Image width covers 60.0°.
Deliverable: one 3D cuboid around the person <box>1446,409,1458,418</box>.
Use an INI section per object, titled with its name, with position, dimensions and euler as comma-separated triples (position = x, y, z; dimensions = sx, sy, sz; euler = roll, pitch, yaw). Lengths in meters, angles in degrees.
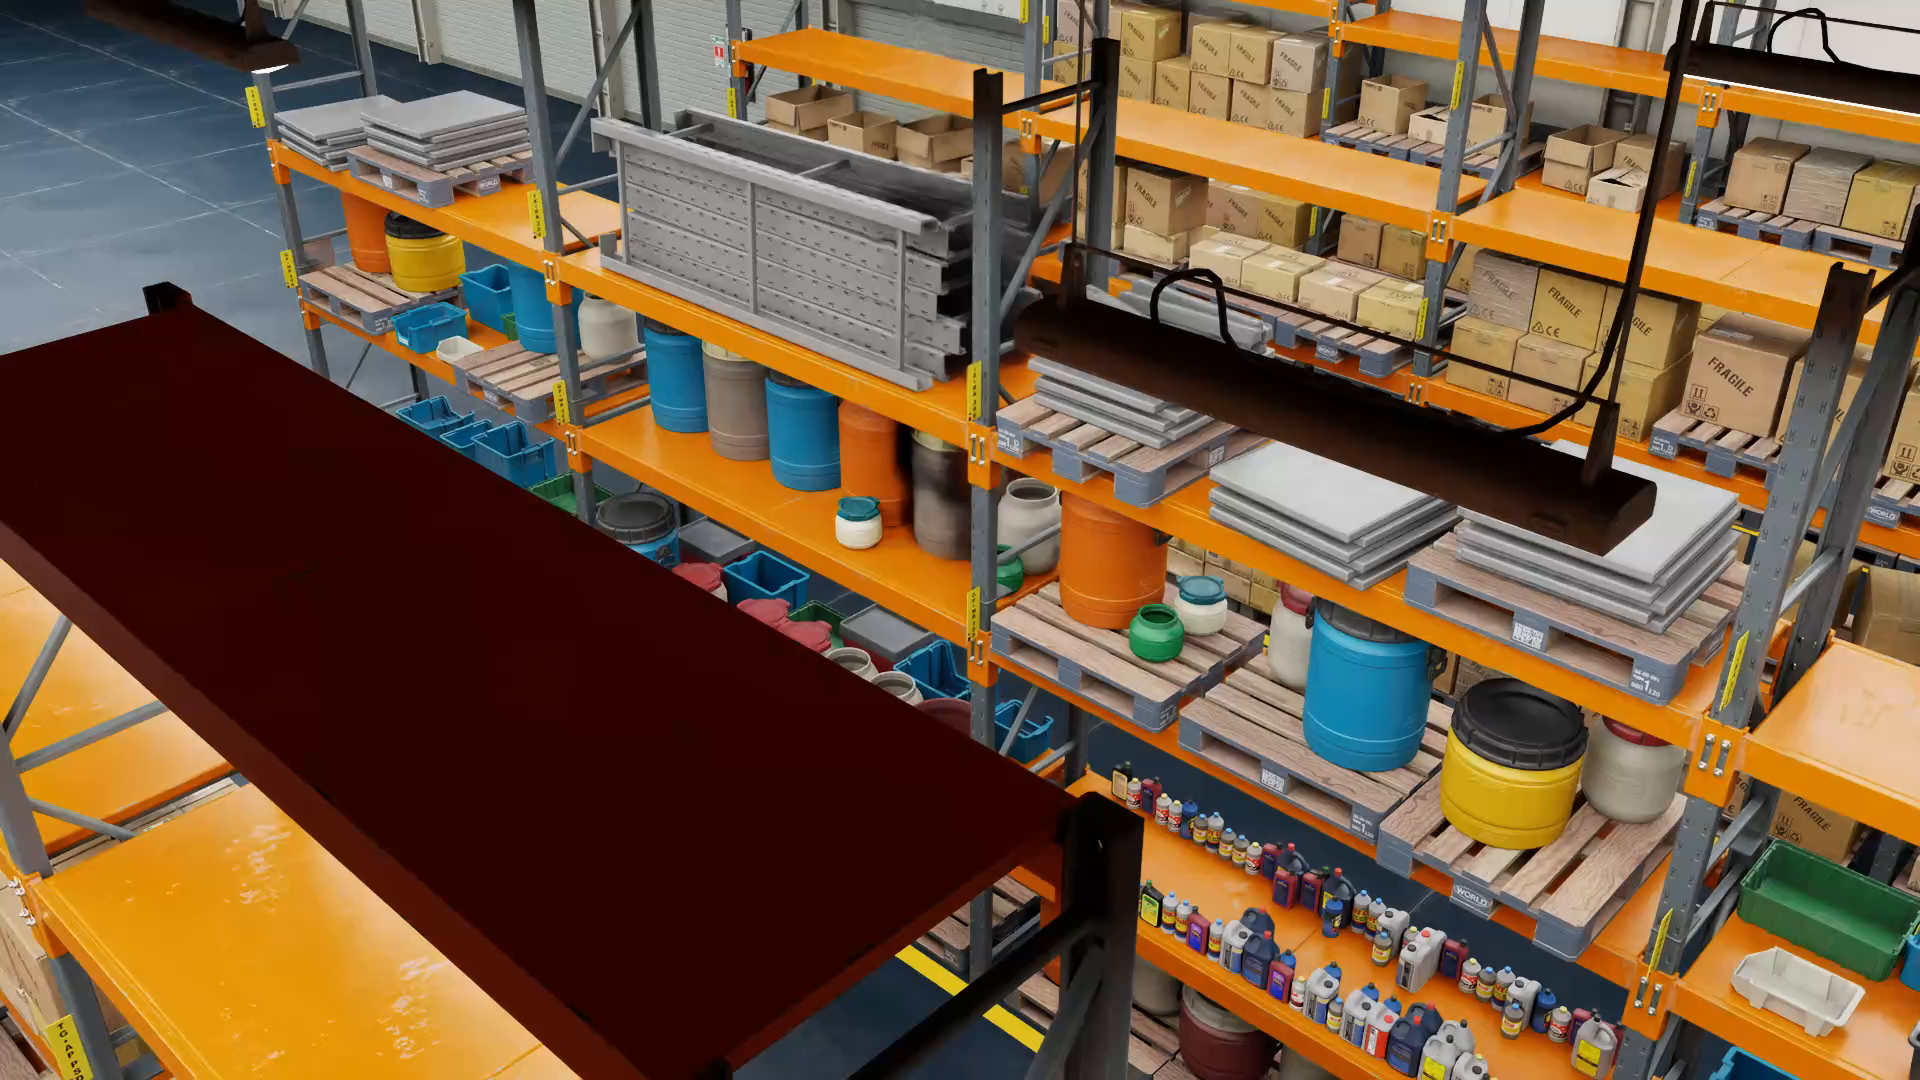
[person]
position = 4.551, -0.556, 15.551
dimensions = 0.614, 1.612, 0.904
euler = -25, 38, -37
